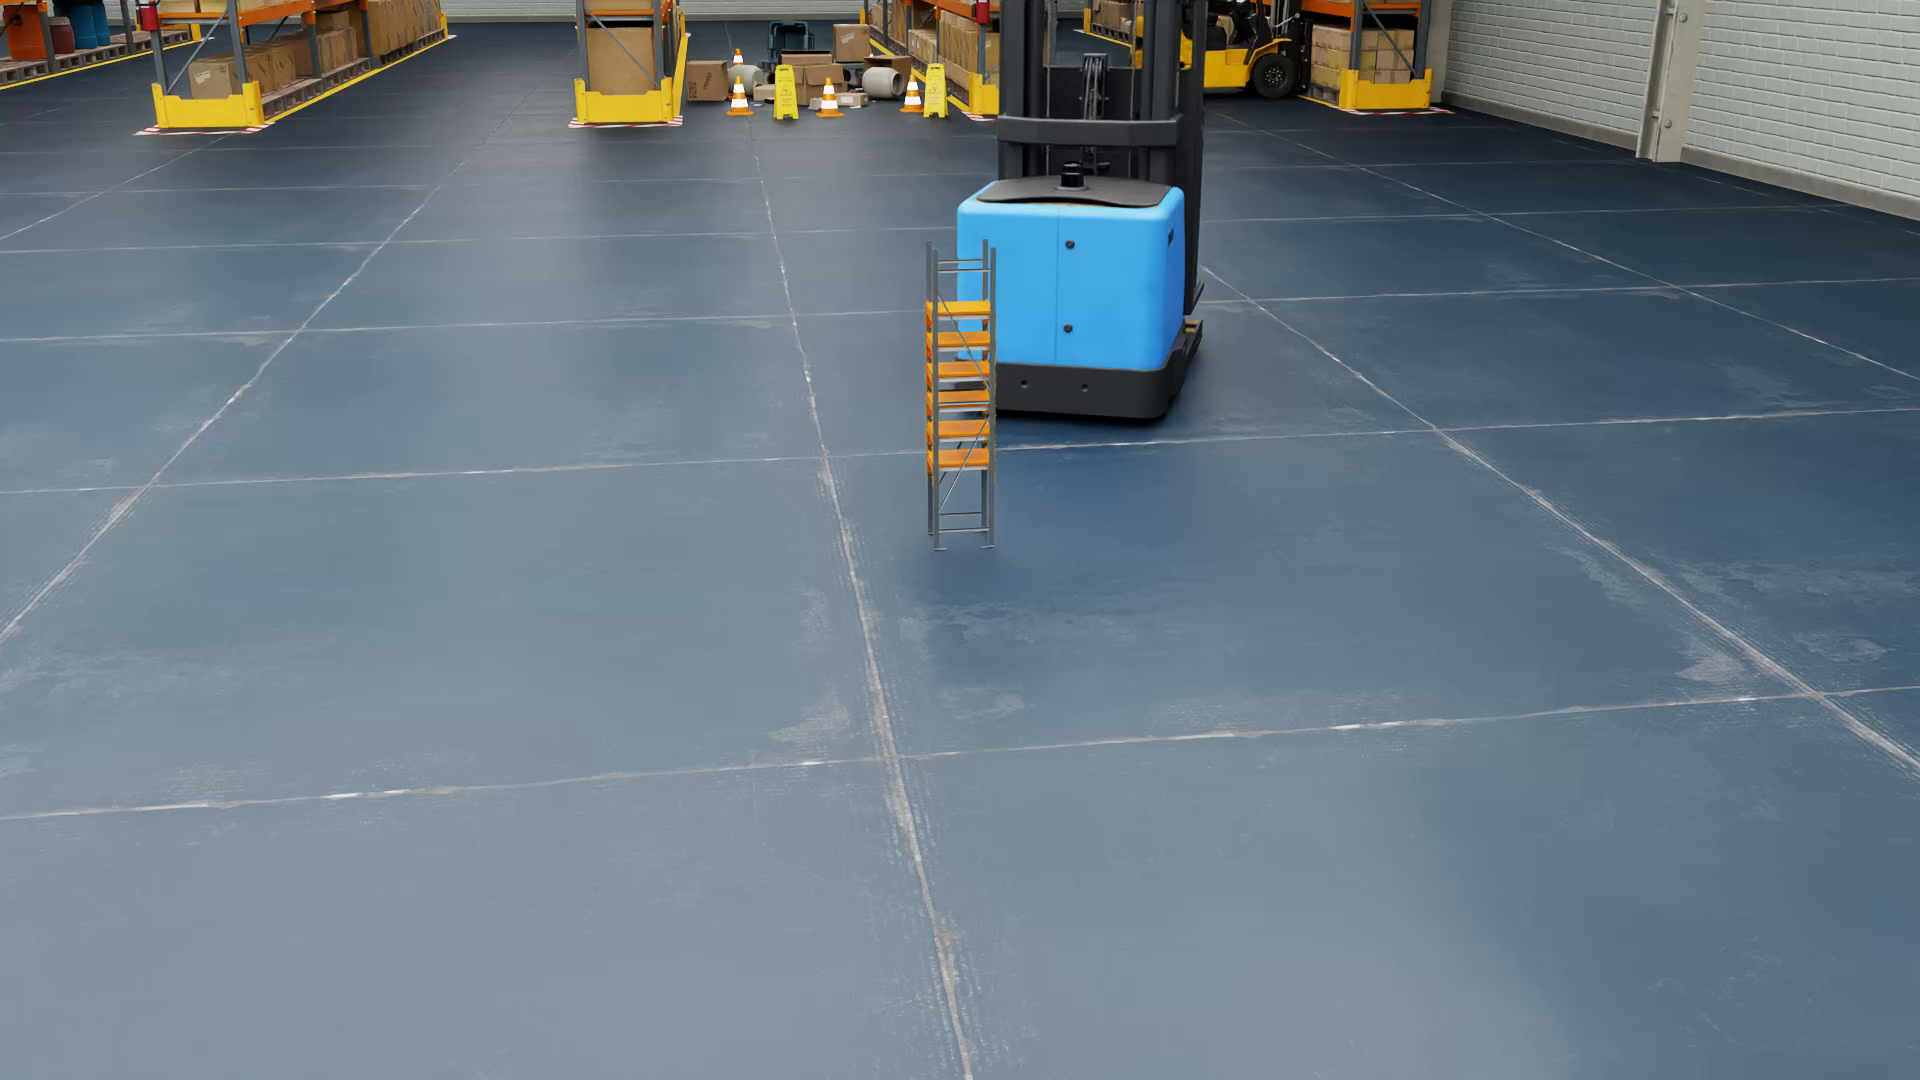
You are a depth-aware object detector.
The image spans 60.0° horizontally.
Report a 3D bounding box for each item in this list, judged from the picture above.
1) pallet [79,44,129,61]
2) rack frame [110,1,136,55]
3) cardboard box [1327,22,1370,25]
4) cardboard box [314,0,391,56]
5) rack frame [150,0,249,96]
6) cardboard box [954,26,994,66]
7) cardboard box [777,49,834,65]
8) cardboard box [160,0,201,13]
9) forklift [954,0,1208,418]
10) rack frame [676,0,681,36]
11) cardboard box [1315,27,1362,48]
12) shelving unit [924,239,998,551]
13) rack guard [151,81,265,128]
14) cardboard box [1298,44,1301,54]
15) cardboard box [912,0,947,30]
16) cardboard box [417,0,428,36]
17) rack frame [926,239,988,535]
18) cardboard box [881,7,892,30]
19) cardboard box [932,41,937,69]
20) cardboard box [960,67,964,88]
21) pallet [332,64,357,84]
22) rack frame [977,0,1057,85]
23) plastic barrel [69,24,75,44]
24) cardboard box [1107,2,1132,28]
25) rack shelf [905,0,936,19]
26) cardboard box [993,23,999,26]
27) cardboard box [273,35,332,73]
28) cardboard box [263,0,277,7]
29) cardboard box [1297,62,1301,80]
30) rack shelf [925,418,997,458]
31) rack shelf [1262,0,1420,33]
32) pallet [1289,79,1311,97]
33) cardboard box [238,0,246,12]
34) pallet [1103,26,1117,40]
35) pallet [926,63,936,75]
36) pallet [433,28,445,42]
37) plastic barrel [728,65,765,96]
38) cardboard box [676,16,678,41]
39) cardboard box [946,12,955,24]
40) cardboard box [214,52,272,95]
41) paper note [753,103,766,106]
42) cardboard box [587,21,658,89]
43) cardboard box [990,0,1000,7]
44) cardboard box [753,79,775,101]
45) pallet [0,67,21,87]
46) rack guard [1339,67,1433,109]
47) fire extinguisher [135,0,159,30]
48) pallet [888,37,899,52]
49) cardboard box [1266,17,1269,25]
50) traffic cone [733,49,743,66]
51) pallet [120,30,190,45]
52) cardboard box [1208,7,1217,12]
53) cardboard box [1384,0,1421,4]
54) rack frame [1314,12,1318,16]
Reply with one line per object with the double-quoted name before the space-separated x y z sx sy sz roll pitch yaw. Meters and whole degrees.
"pallet" -15.642 -8.748 29.837 1.003 0.211 1.213 -3 21 -8
"rack frame" -15.712 -10.324 30.070 1.000 3.000 0.127 -3 21 -8
"cardboard box" 5.551 -7.247 23.734 0.500 0.250 0.500 -3 21 -9
"cardboard box" -10.313 -8.630 27.971 1.225 0.875 0.875 -4 21 -10
"rack frame" -9.081 -6.419 19.615 1.000 3.000 0.127 -3 21 -8
"cardboard box" 0.208 -6.798 22.889 0.500 0.500 0.500 -3 21 -9
"cardboard box" -2.176 -6.616 23.518 0.797 0.637 0.503 -3 21 -8
"cardboard box" -9.326 -6.389 19.895 0.380 0.149 0.250 -3 21 -8
"forklift" 0.803 -2.447 9.078 1.130 2.935 3.031 5 21 12
"rack frame" -6.464 -12.174 35.023 1.000 3.000 0.127 -3 21 -8
"cardboard box" 5.183 -6.867 22.716 0.500 0.250 0.500 -3 21 -7
"shelving unit" 0.002 -0.557 6.493 0.258 1.200 0.189 -3 21 -8
"rack guard" -9.092 -5.274 20.122 1.175 0.500 0.348 -3 21 -8
"cardboard box" 5.032 -6.991 23.762 0.500 0.250 0.500 -3 21 -8
"cardboard box" -0.445 -9.133 29.319 0.875 0.875 0.875 -3 21 -8
"cardboard box" -10.956 -10.319 32.494 0.875 0.875 0.875 -3 21 -8
"rack frame" -0.011 -0.589 6.578 0.240 1.200 0.006 -3 21 -8
"cardboard box" -1.118 -10.602 33.878 0.875 0.438 0.875 -4 21 -9
"cardboard box" 0.071 -7.451 25.533 0.950 0.372 0.625 -3 21 -7
"cardboard box" 0.276 -6.273 22.555 0.500 0.250 0.500 -3 21 -8
"pallet" -9.950 -7.190 25.665 1.003 0.211 1.213 -3 21 -8
"rack frame" 0.726 -6.918 20.953 1.000 3.000 0.127 -3 21 -8
"plastic barrel" -15.555 -8.721 28.733 0.421 0.512 0.421 0 20 0
"cardboard box" 3.387 -11.033 34.941 0.500 0.500 0.500 -3 21 -7
"rack shelf" -0.139 -8.659 26.641 1.077 0.370 4.000 -3 21 -8
"cardboard box" 0.650 -7.019 23.481 0.500 0.500 0.500 -2 21 -5
"cardboard box" -9.775 -7.218 24.700 0.700 0.500 0.500 -3 21 -8
"cardboard box" -9.006 -6.936 21.358 0.380 0.149 0.250 -3 21 -8
"cardboard box" 5.034 -6.751 23.833 0.500 0.250 0.500 -2 21 -6
"rack shelf" 0.002 -0.403 6.550 0.258 0.103 0.180 -3 21 -8
"rack shelf" 5.349 -7.526 23.606 1.077 0.370 4.000 -3 21 -8
"pallet" 5.313 -6.548 23.946 1.003 0.211 1.213 -3 21 -8
"cardboard box" -8.903 -6.499 20.189 0.380 0.149 0.250 -3 21 -8
"pallet" 3.630 -10.680 35.009 1.003 0.211 1.213 -3 21 -8
"pallet" 0.036 -7.267 25.870 1.003 0.211 1.213 -3 21 -8
"pallet" -11.194 -10.379 34.204 1.003 0.211 1.213 -3 21 -8
"plastic barrel" -3.053 -6.496 23.505 0.512 0.421 0.421 12 24 30
"cardboard box" -5.532 -9.571 31.027 0.500 0.500 0.500 -3 21 -9
"cardboard box" 0.002 -7.425 23.640 0.380 0.149 0.250 -2 21 -6
"cardboard box" -9.346 -6.084 21.692 0.500 0.500 0.500 -1 21 -3
"paper note" -2.698 -5.856 22.355 0.144 0.017 0.142 4 21 11
"cardboard box" -4.450 -6.371 21.924 0.875 0.875 0.875 -3 21 -9
"cardboard box" 0.460 -6.919 21.314 0.380 0.149 0.250 -2 21 -6
"cardboard box" -2.664 -6.236 23.032 0.396 0.266 0.258 1 20 2
"pallet" -14.889 -6.941 24.998 1.003 0.211 1.213 -3 21 -8
"rack guard" 5.641 -5.991 22.042 1.175 0.500 0.348 -3 21 -8
"fire extinguisher" -9.520 -6.320 19.460 0.296 0.674 0.183 -3 21 -8
"pallet" -0.818 -9.504 31.860 1.003 0.211 1.213 -3 21 -8
"cardboard box" 4.820 -7.749 25.076 0.500 0.250 0.500 -3 21 -9
"traffic cone" -3.434 -7.371 25.790 0.336 0.463 0.334 -3 21 -8
"pallet" -16.208 -10.115 33.496 1.003 0.211 1.213 -3 21 -8
"cardboard box" 4.705 -9.559 30.068 0.380 0.149 0.250 -2 21 -6
"cardboard box" 5.841 -7.402 22.106 0.500 0.500 0.500 -2 21 -6
"rack frame" 5.061 -8.555 25.335 1.000 3.000 0.127 -3 21 -8
